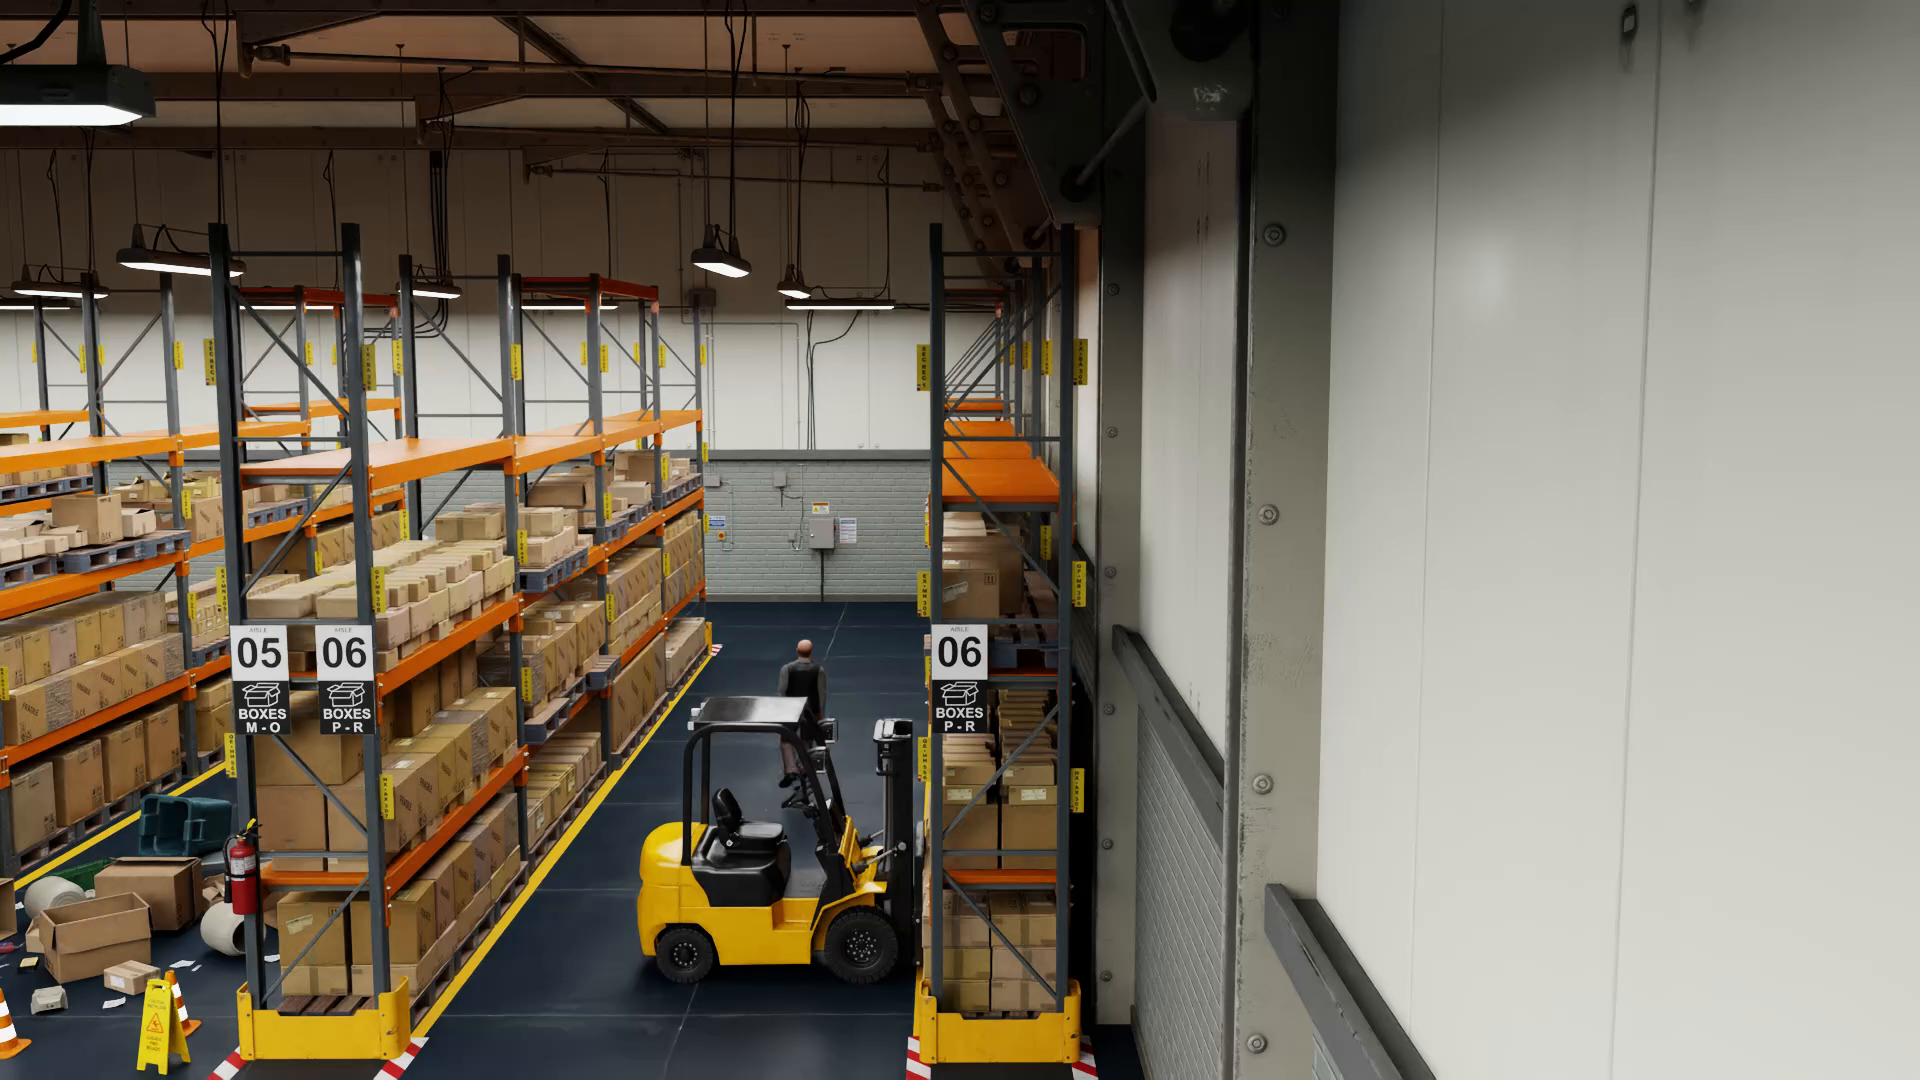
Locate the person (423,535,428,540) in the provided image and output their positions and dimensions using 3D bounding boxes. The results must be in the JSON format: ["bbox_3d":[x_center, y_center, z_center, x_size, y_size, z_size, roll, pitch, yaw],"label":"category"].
[{"bbox_3d":[-9.688,0.773,30.232,0.947,1.767,0.593,-2,7,-15],"label":"person"}]

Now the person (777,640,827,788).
[{"bbox_3d":[-1.794,1.963,18.825,0.569,1.682,0.536,0,7,-4],"label":"person"}]
